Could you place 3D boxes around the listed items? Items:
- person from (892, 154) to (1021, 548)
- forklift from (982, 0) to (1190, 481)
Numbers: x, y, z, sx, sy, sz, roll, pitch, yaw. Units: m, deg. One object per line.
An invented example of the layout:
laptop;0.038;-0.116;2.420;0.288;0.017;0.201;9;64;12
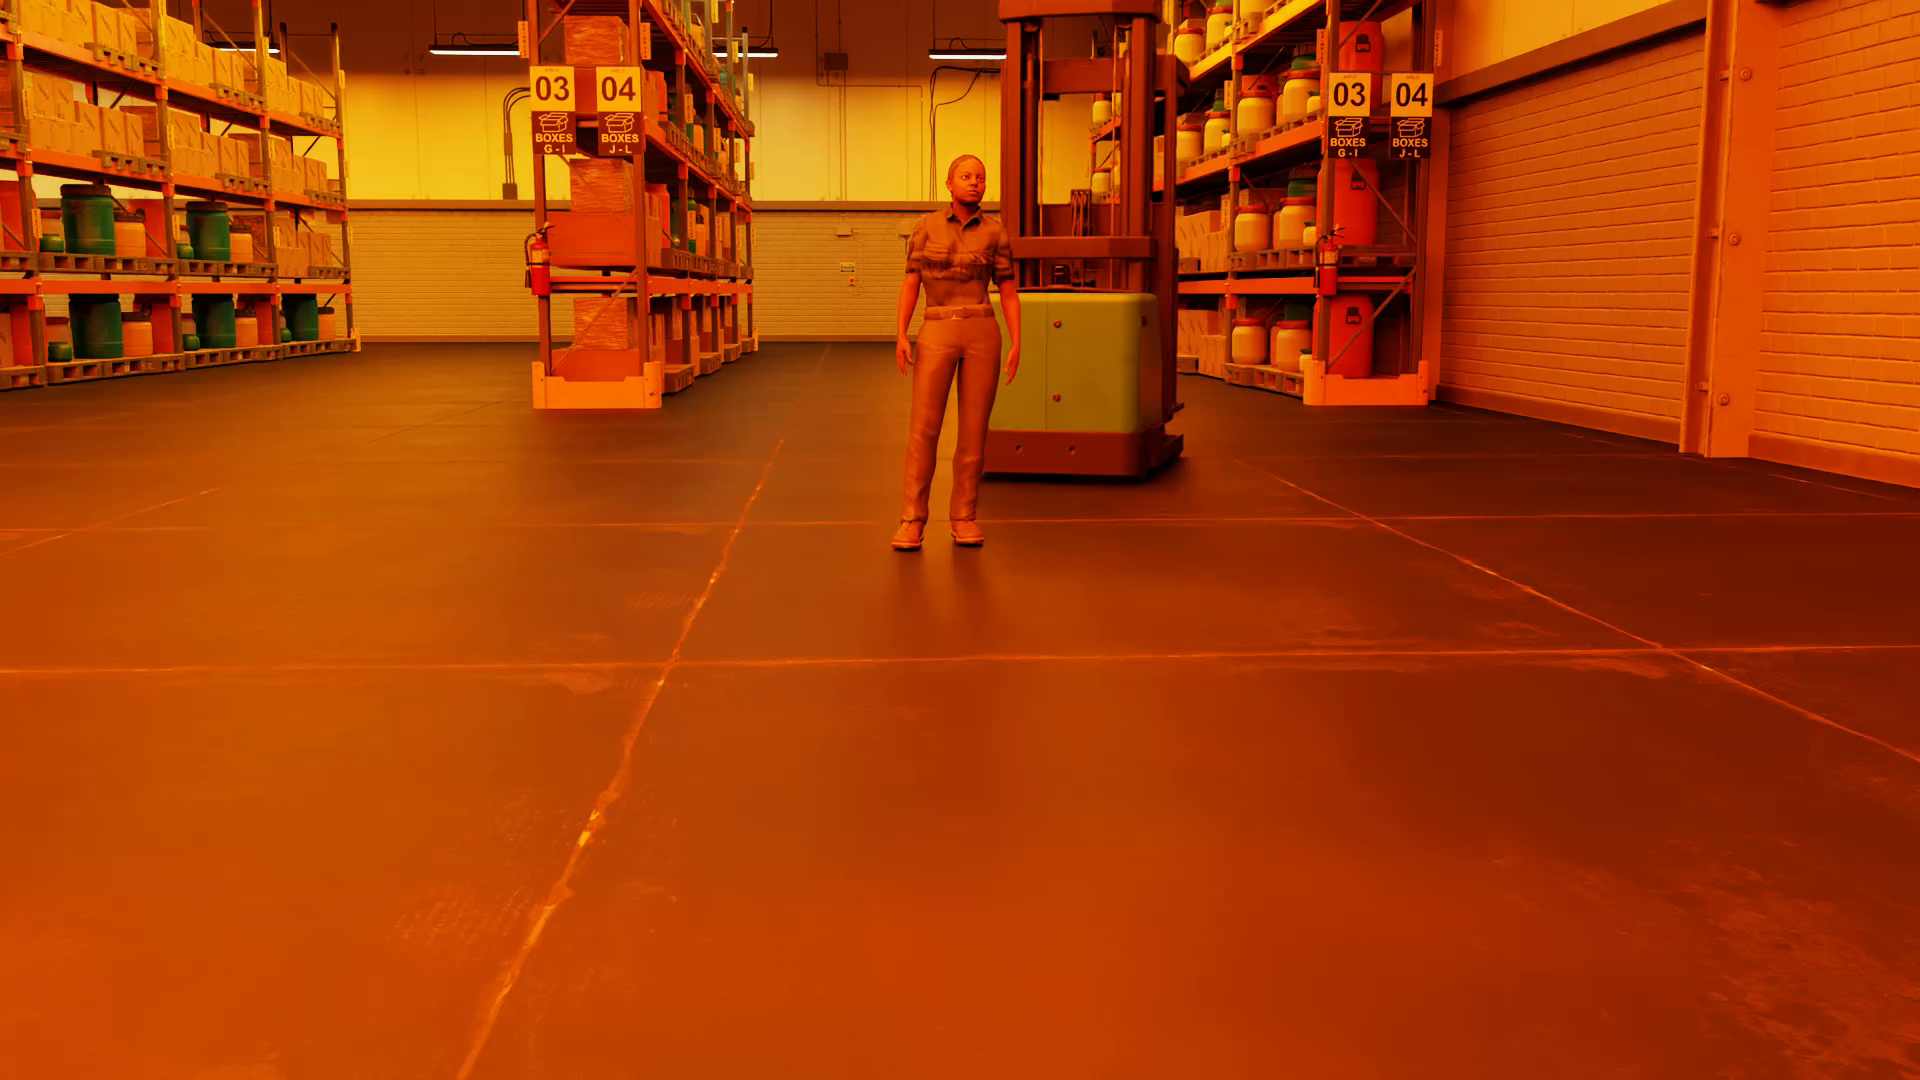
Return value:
person;-0.015;-0.812;7.100;0.569;1.654;0.504;-1;8;-4
forklift;0.850;-1.965;10.568;1.130;2.935;3.031;2;9;14
